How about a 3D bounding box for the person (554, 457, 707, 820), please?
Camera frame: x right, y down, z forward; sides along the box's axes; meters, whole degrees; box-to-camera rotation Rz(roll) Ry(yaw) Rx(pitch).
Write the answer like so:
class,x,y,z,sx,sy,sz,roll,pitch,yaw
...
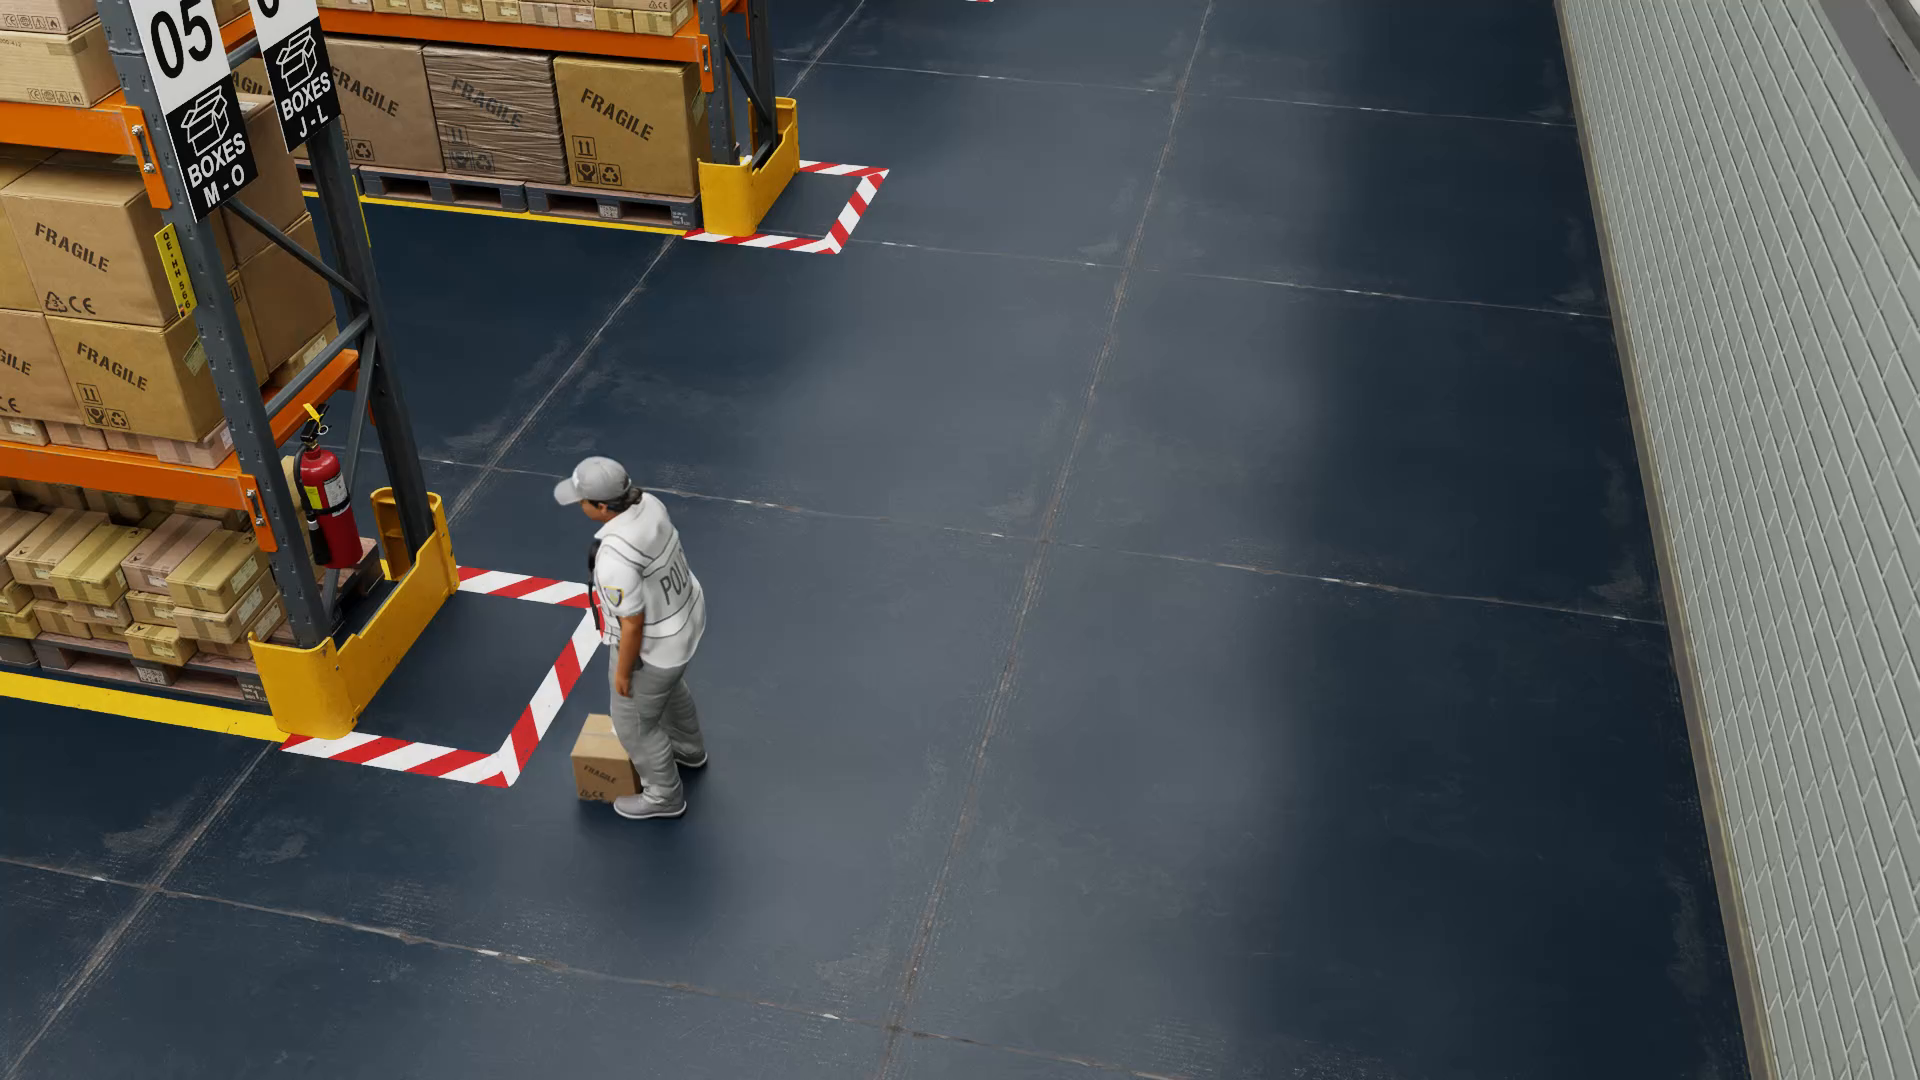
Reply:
class,x,y,z,sx,sy,sz,roll,pitch,yaw
person,-1.235,0.369,6.466,0.469,1.665,0.546,6,37,8
